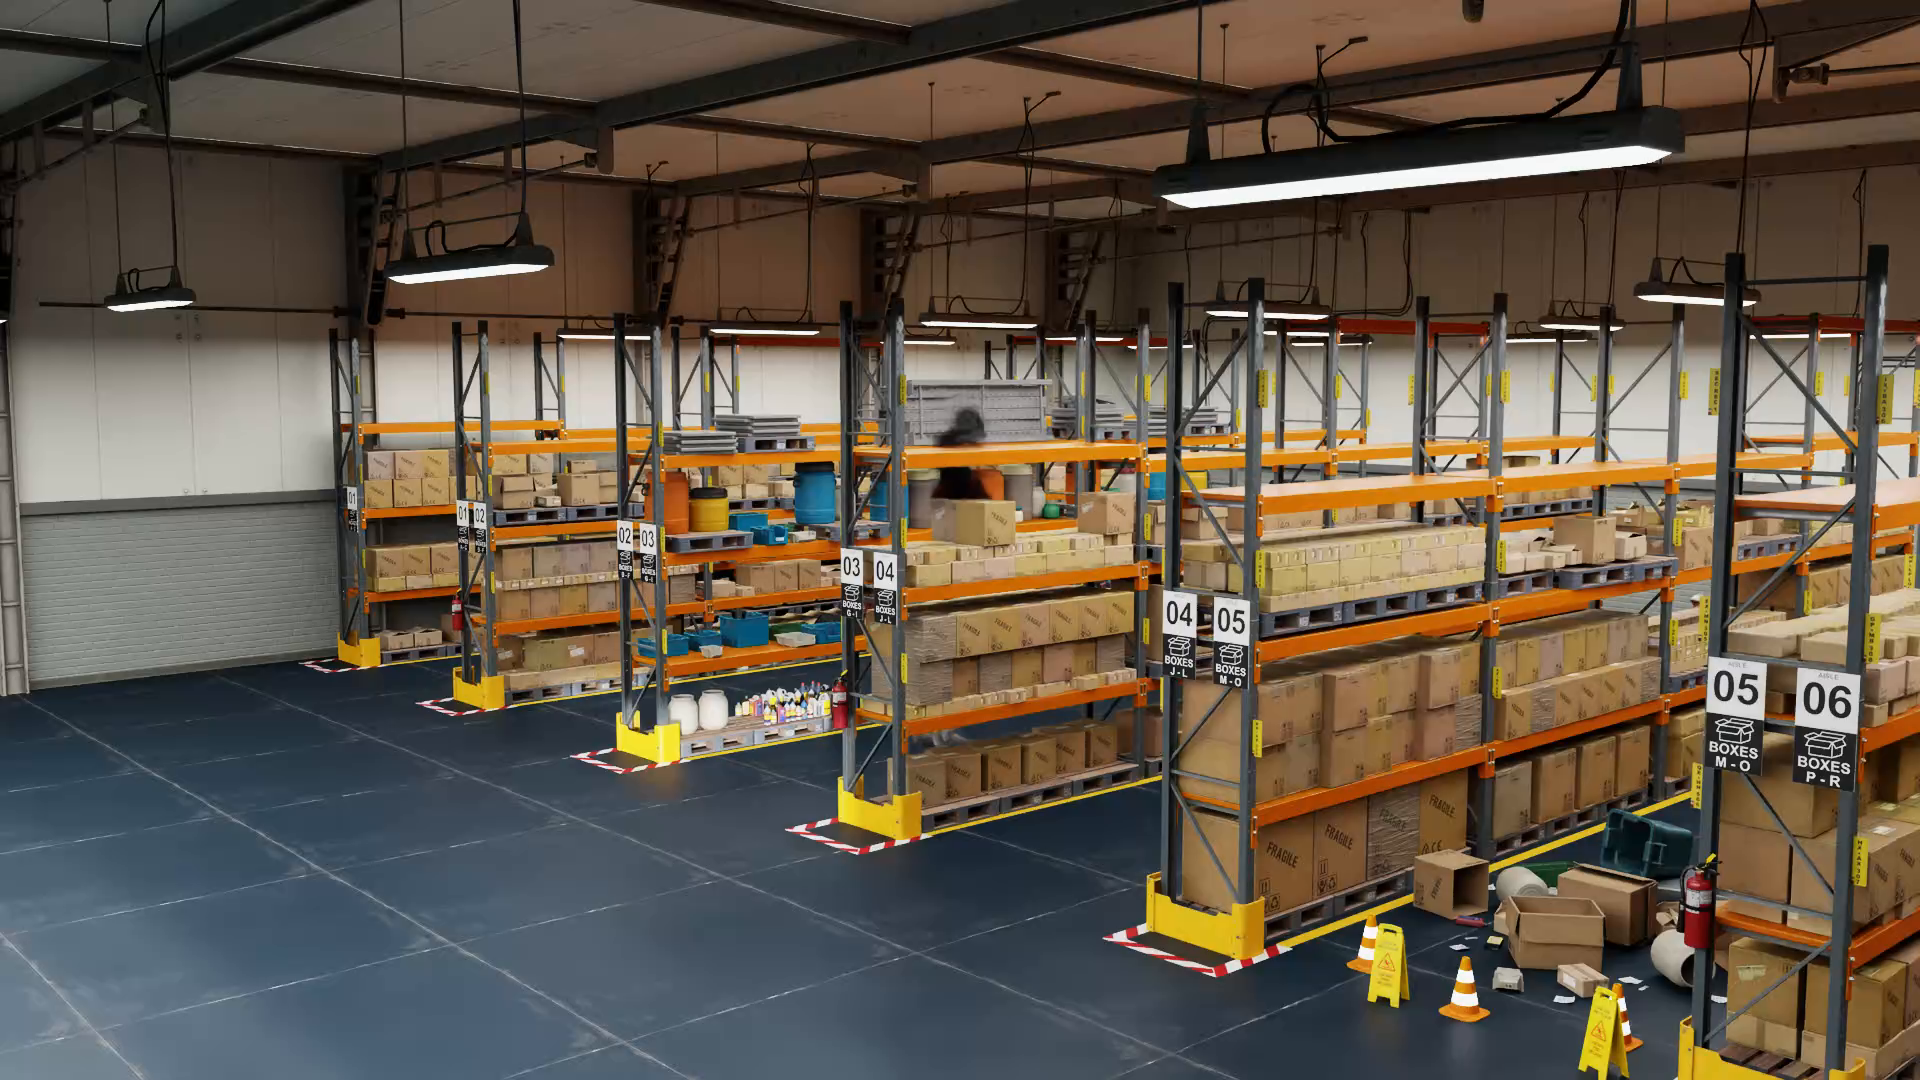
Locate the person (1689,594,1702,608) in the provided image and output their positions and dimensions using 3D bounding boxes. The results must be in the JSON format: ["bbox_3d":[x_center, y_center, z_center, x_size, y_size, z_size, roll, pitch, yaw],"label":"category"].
[{"bbox_3d":[11.451,1.740,25.711,0.922,1.829,0.698,-4,7,-38],"label":"person"}]

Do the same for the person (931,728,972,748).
[{"bbox_3d":[-0.135,2.160,21.700,0.718,1.746,0.711,-5,7,-40],"label":"person"}]

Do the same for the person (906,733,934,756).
[{"bbox_3d":[-0.617,2.151,21.788,0.668,1.739,0.803,4,7,37],"label":"person"}]
